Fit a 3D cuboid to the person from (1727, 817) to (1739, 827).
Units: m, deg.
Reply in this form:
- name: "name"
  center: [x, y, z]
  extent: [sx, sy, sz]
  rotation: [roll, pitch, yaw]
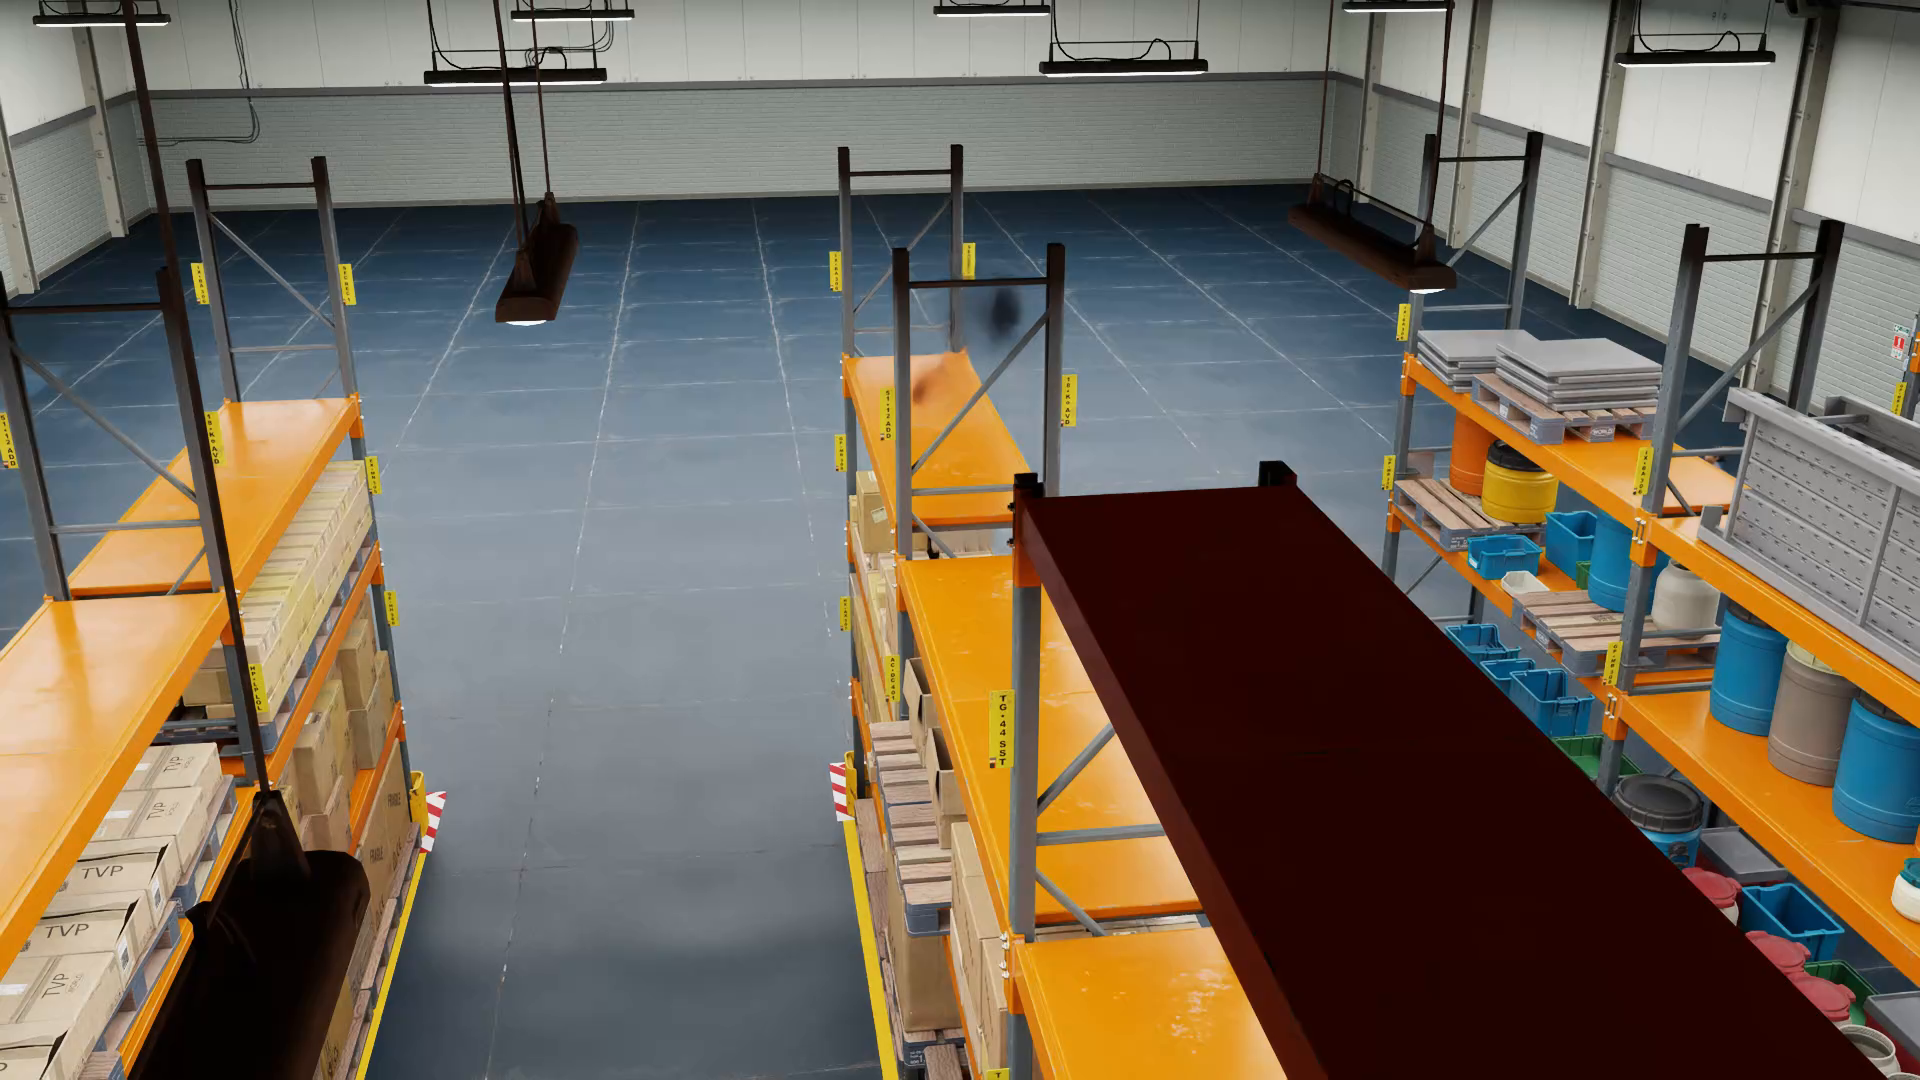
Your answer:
- name: "person"
  center: [6.453, 2.313, 13.716]
  extent: [0.537, 1.573, 0.751]
  rotation: [0, 22, 0]

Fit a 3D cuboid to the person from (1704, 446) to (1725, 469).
- name: "person"
  center: [9.179, -0.397, 20.467]
  extent: [0.768, 1.607, 0.618]
  rotation: [5, 22, 13]
